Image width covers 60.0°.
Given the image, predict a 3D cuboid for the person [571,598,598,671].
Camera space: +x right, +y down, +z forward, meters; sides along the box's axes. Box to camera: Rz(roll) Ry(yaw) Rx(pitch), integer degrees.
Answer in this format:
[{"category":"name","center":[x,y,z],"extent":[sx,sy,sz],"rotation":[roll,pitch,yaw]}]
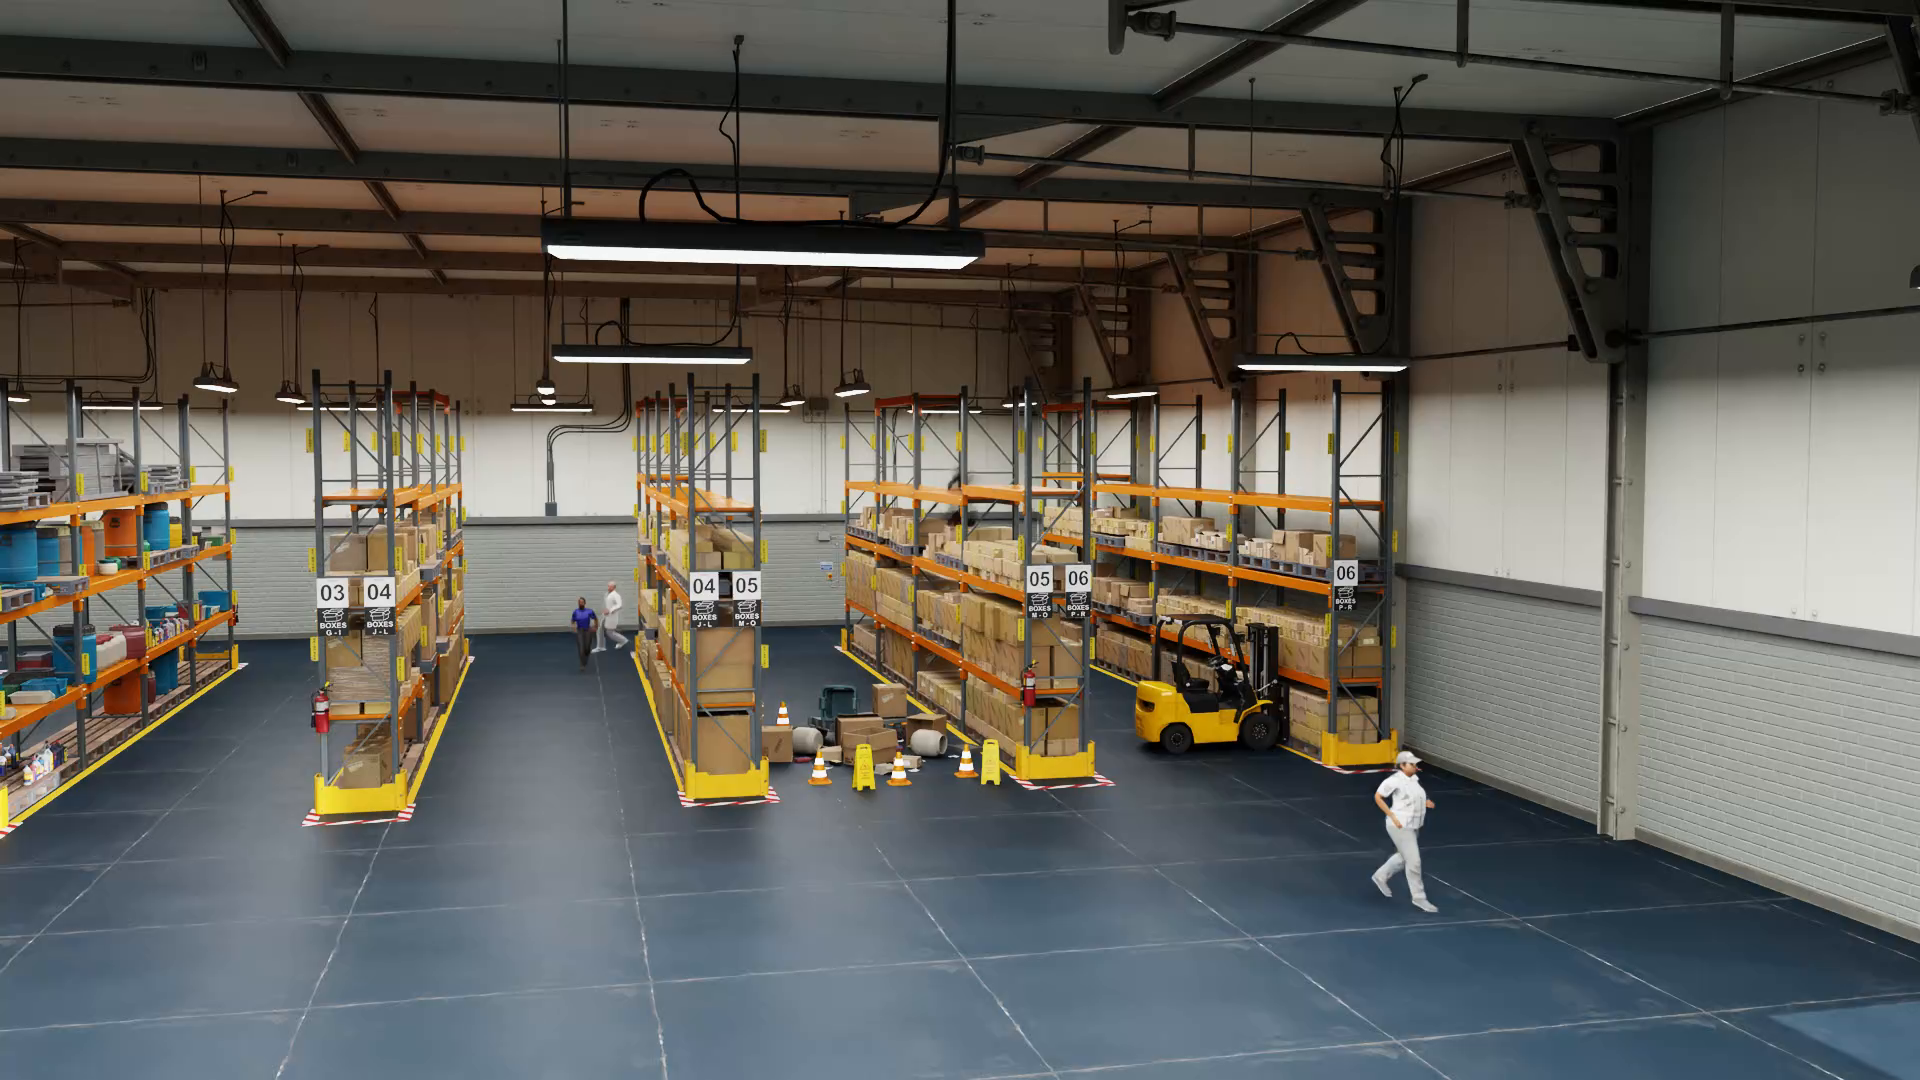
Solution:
[{"category":"person","center":[-8.307,2.078,36.748],"extent":[0.585,1.623,0.583],"rotation":[0,3,-6]}]

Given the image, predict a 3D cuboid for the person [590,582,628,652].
[{"category":"person","center":[-8.330,1.856,39.935],"extent":[0.886,1.727,0.769],"rotation":[-2,4,-37]}]

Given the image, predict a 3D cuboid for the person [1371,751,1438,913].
[{"category":"person","center":[4.812,3.114,17.995],"extent":[0.850,1.676,0.601],"rotation":[3,4,41]}]
